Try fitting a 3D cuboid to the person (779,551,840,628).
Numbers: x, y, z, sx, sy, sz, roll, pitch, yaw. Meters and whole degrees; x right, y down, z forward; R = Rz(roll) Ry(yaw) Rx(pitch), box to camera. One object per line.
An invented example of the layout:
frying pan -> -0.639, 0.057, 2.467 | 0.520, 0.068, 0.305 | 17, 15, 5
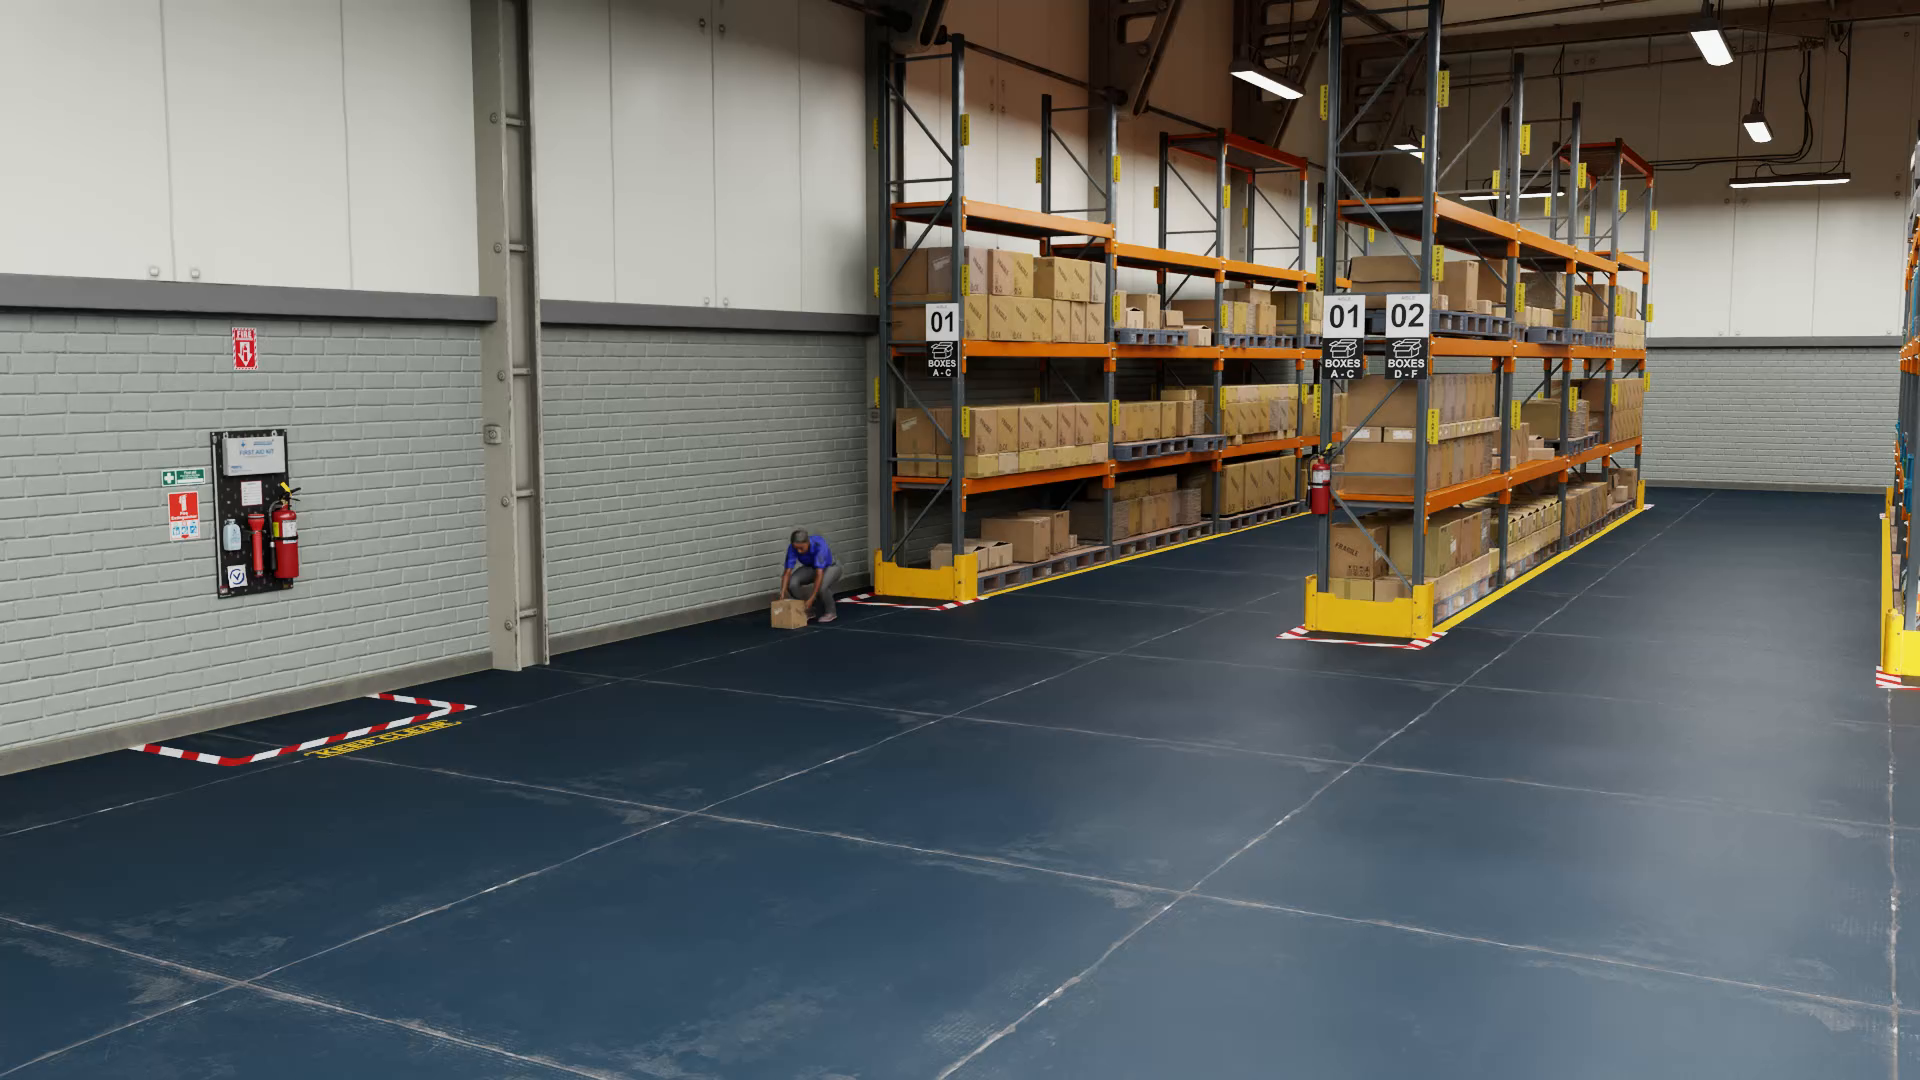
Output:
person -> -1.500, 0.476, 16.496 | 0.459, 0.792, 0.832 | 3, 7, 27
